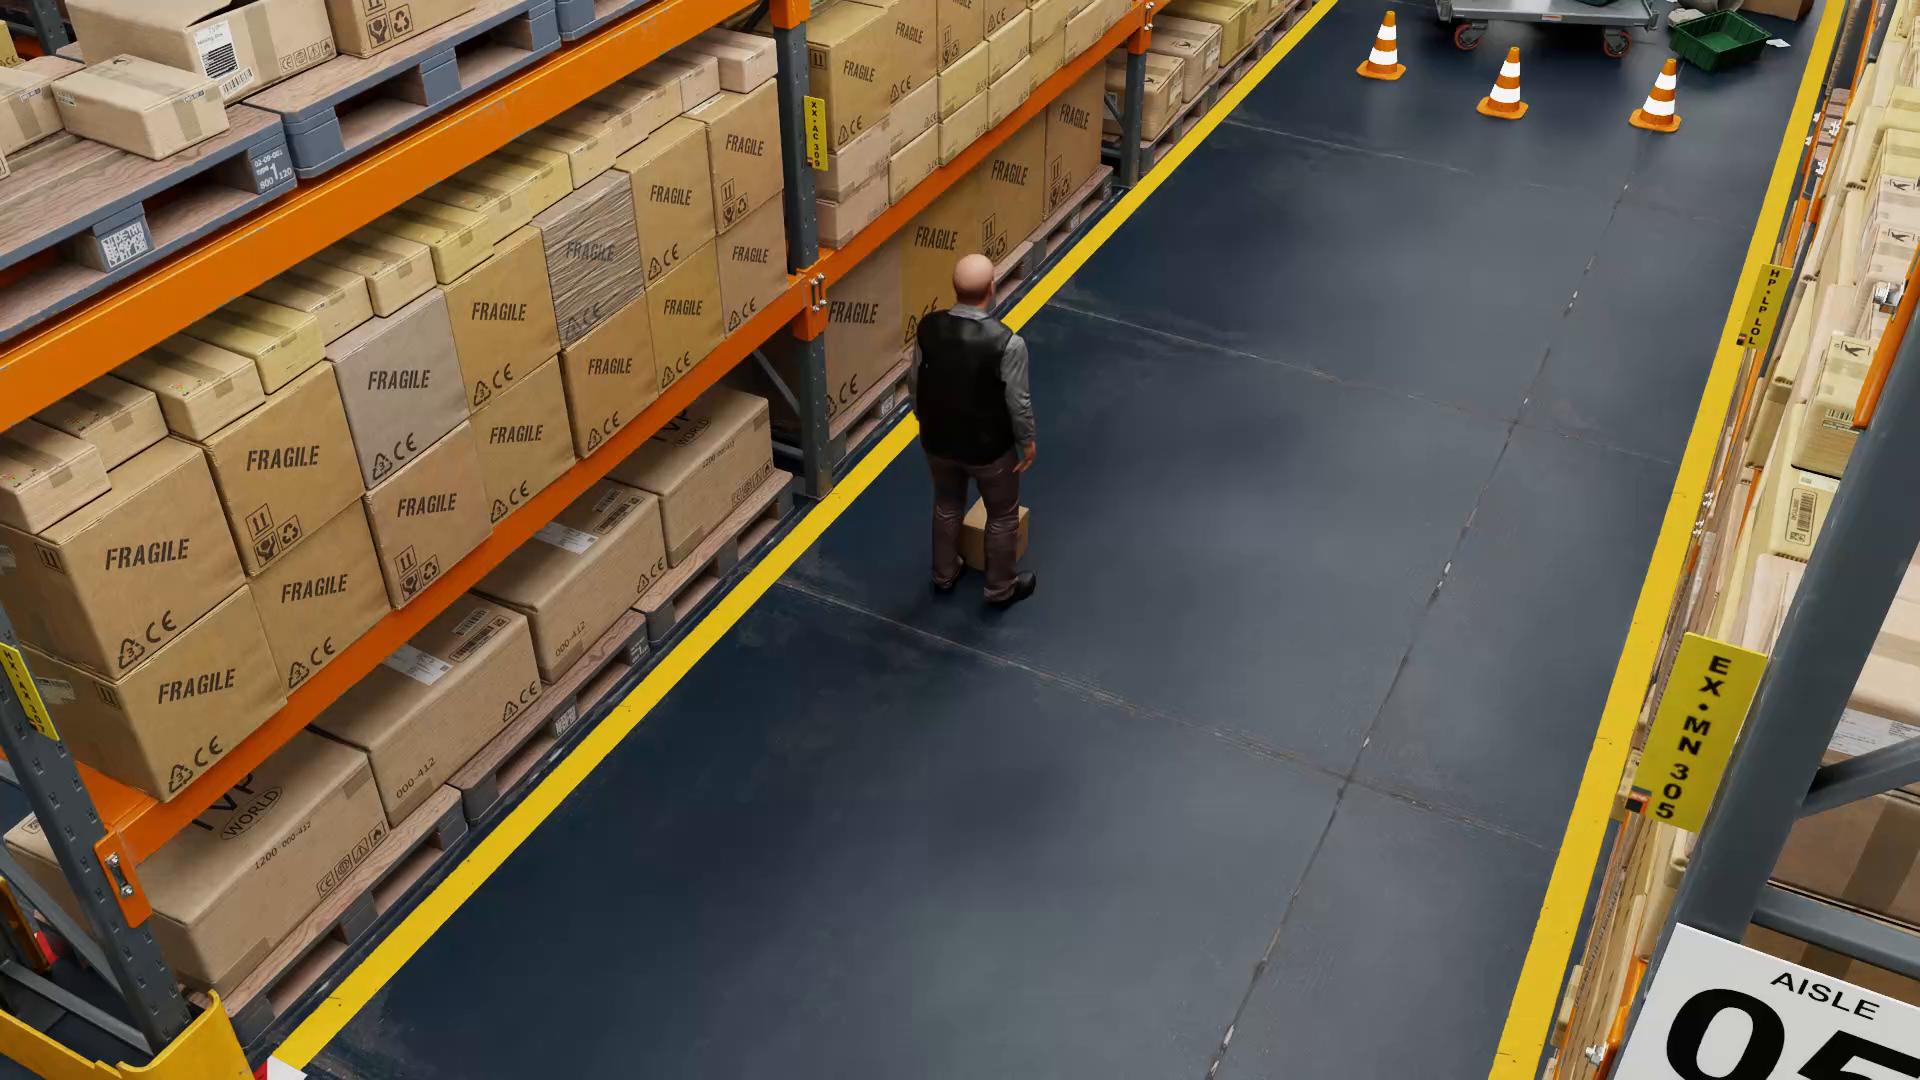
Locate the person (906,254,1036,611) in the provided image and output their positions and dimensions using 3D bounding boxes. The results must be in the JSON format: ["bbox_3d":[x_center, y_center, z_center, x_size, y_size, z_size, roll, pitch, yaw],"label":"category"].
[{"bbox_3d":[0.056,-0.456,7.359,0.582,1.720,0.376,16,40,19],"label":"person"}]
